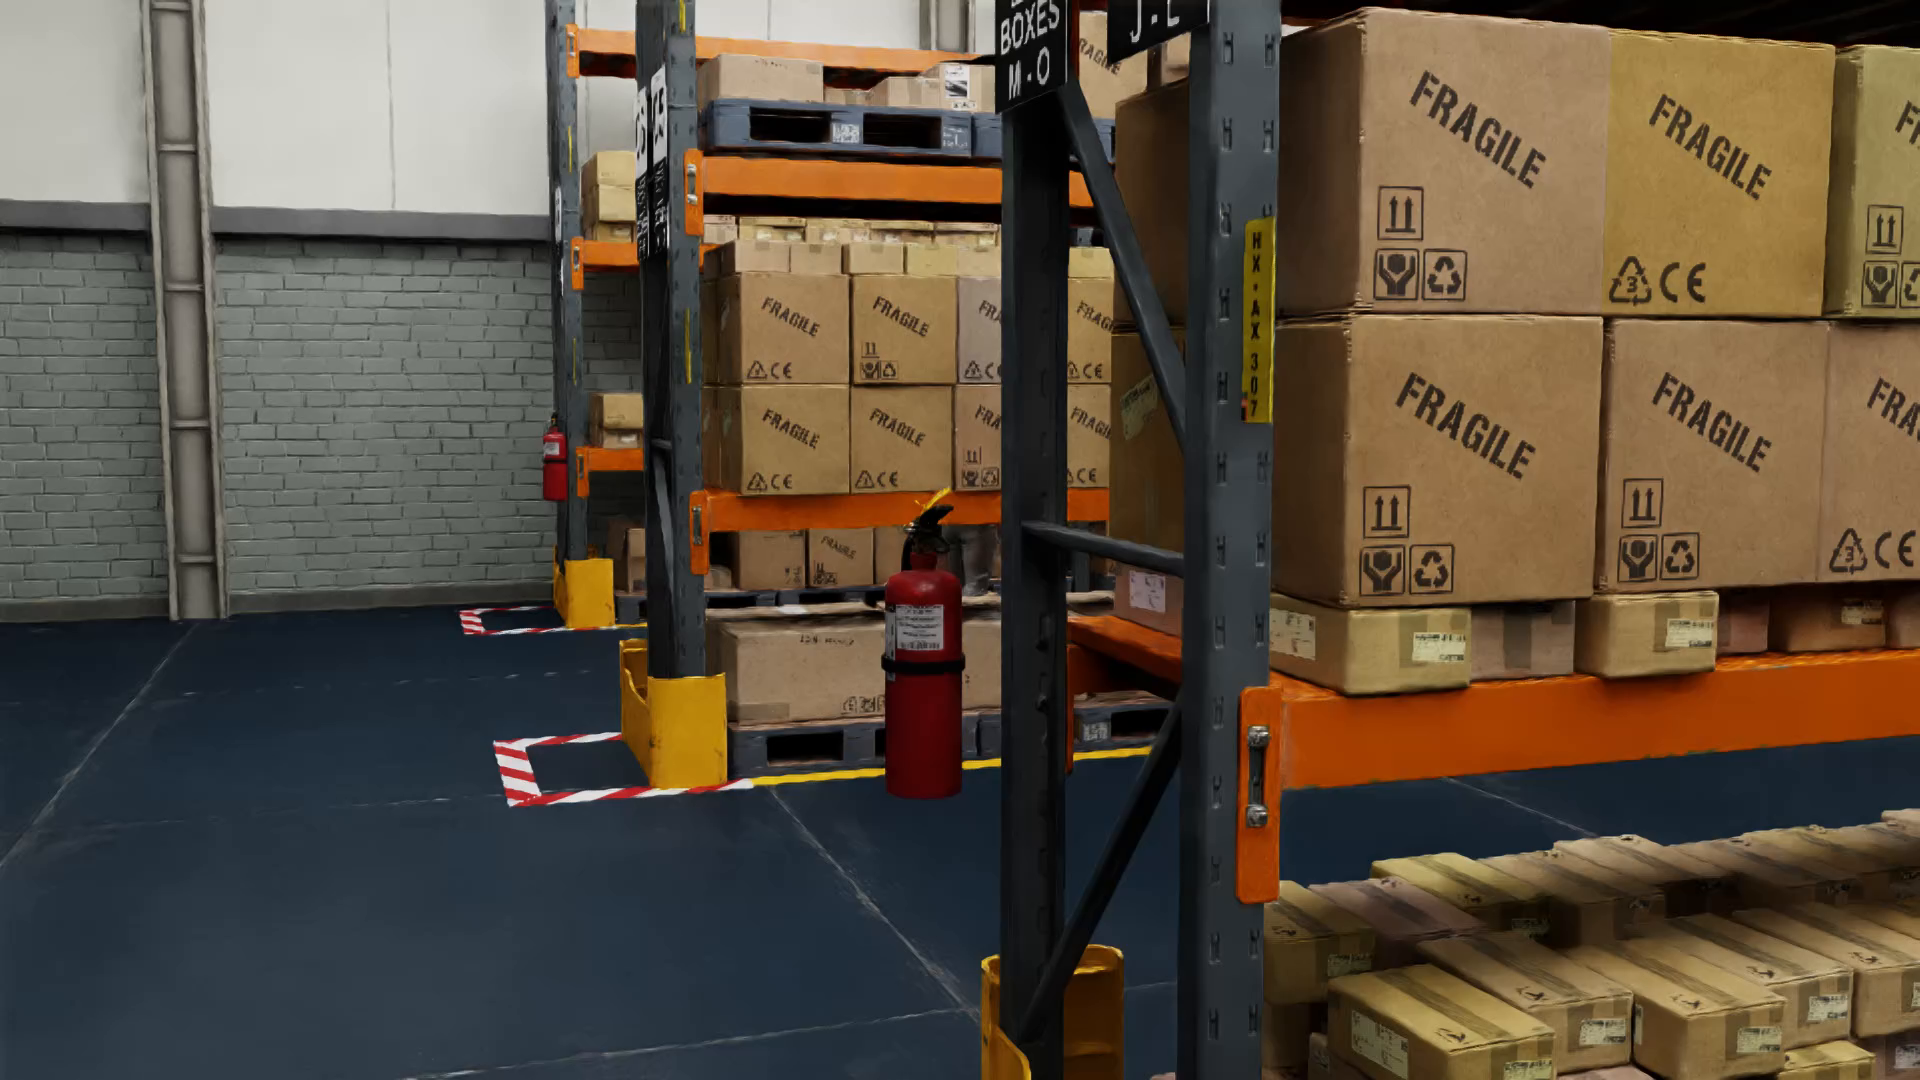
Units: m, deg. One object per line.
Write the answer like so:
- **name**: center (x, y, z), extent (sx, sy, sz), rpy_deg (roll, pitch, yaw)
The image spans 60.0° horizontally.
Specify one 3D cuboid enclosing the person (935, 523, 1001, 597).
- **person**: center (0.015, -0.085, 10.602), extent (0.608, 1.754, 0.559), rpy_deg (4, 7, 38)
